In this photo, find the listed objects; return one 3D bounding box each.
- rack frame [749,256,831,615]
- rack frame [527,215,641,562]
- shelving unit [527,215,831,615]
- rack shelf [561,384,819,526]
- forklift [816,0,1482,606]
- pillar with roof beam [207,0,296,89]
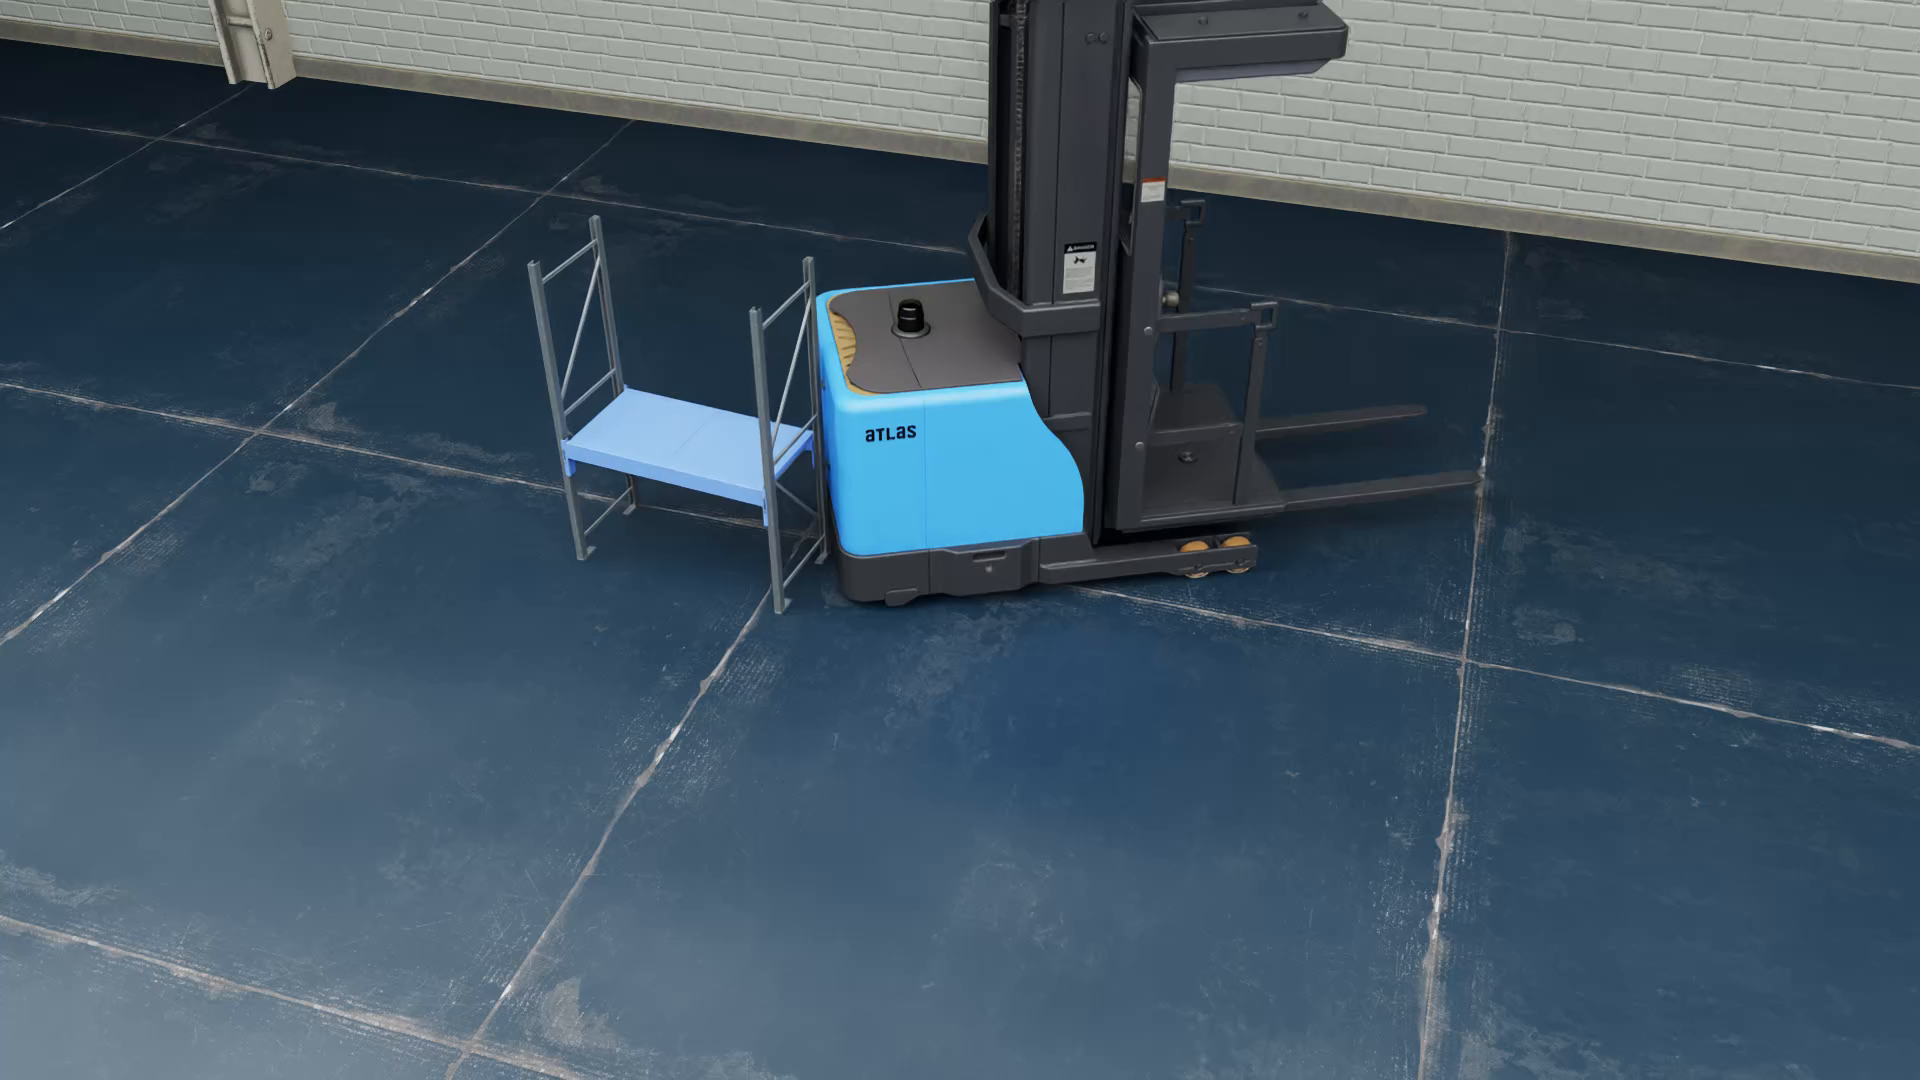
[{"bbox_3d":[-0.705,-0.414,7.048,0.032,1.500,0.500,14,39,18],"label":"rack frame"},{"bbox_3d":[-1.645,-0.645,7.361,0.032,1.500,0.500,14,39,18],"label":"rack frame"},{"bbox_3d":[-1.175,-0.530,7.205,1.048,1.500,0.538,14,39,18],"label":"shelving unit"},{"bbox_3d":[-1.175,-0.385,7.311,1.000,0.185,0.538,14,39,18],"label":"rack shelf"},{"bbox_3d":[0.888,-1.311,7.059,3.031,2.935,1.130,-6,37,-8],"label":"forklift"},{"bbox_3d":[-6.487,-4.637,6.459,0.400,9.000,9.100,10,38,14],"label":"pillar with roof beam"}]
